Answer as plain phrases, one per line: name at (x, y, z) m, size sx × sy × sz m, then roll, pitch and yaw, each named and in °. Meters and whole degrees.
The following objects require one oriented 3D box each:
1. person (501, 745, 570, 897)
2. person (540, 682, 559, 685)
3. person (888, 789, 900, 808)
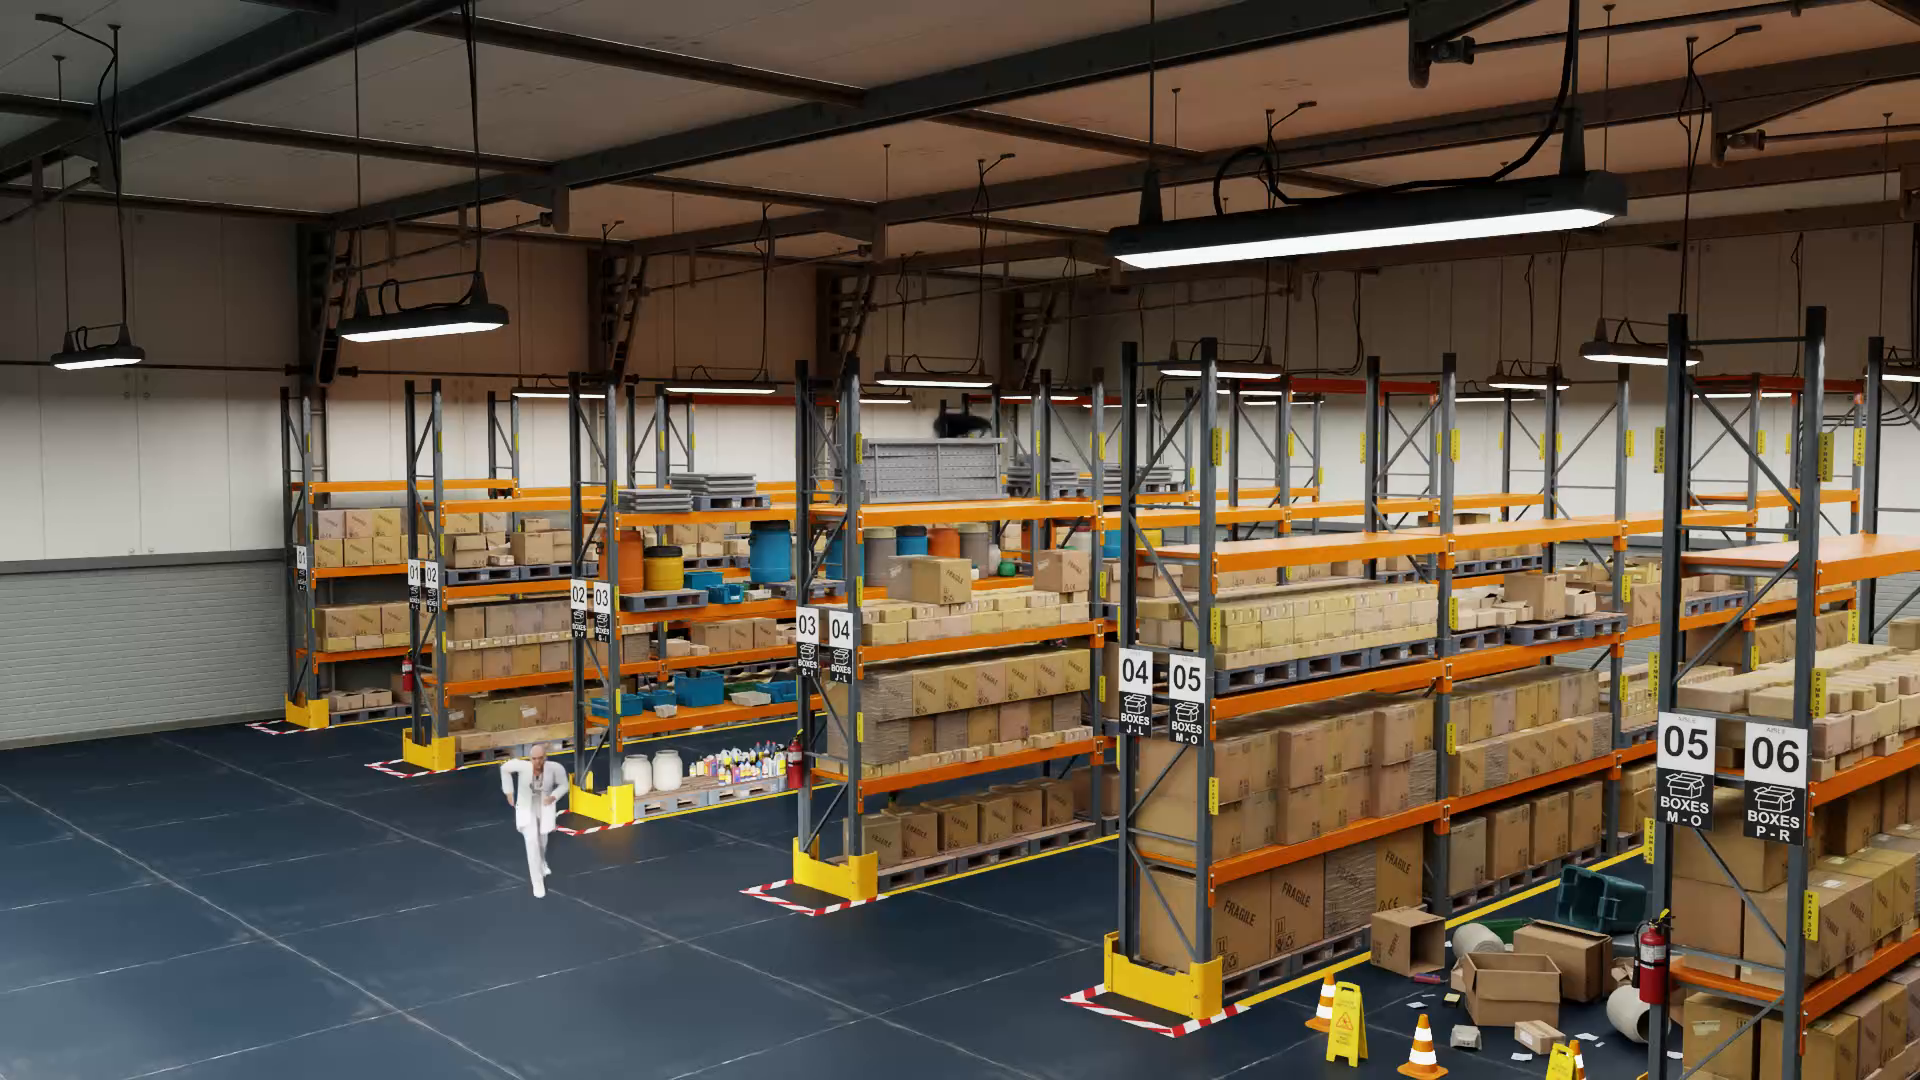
person at (-4.838, 3.149, 18.961) m, size 0.753 × 1.719 × 1.058 m, roll -1°, pitch 4°, yaw -16°
person at (-7.453, 2.486, 29.819) m, size 0.685 × 1.548 × 0.865 m, roll 1°, pitch 4°, yaw 21°
person at (-1.058, 2.922, 22.746) m, size 0.694 × 1.590 × 0.828 m, roll 1°, pitch 4°, yaw 15°
